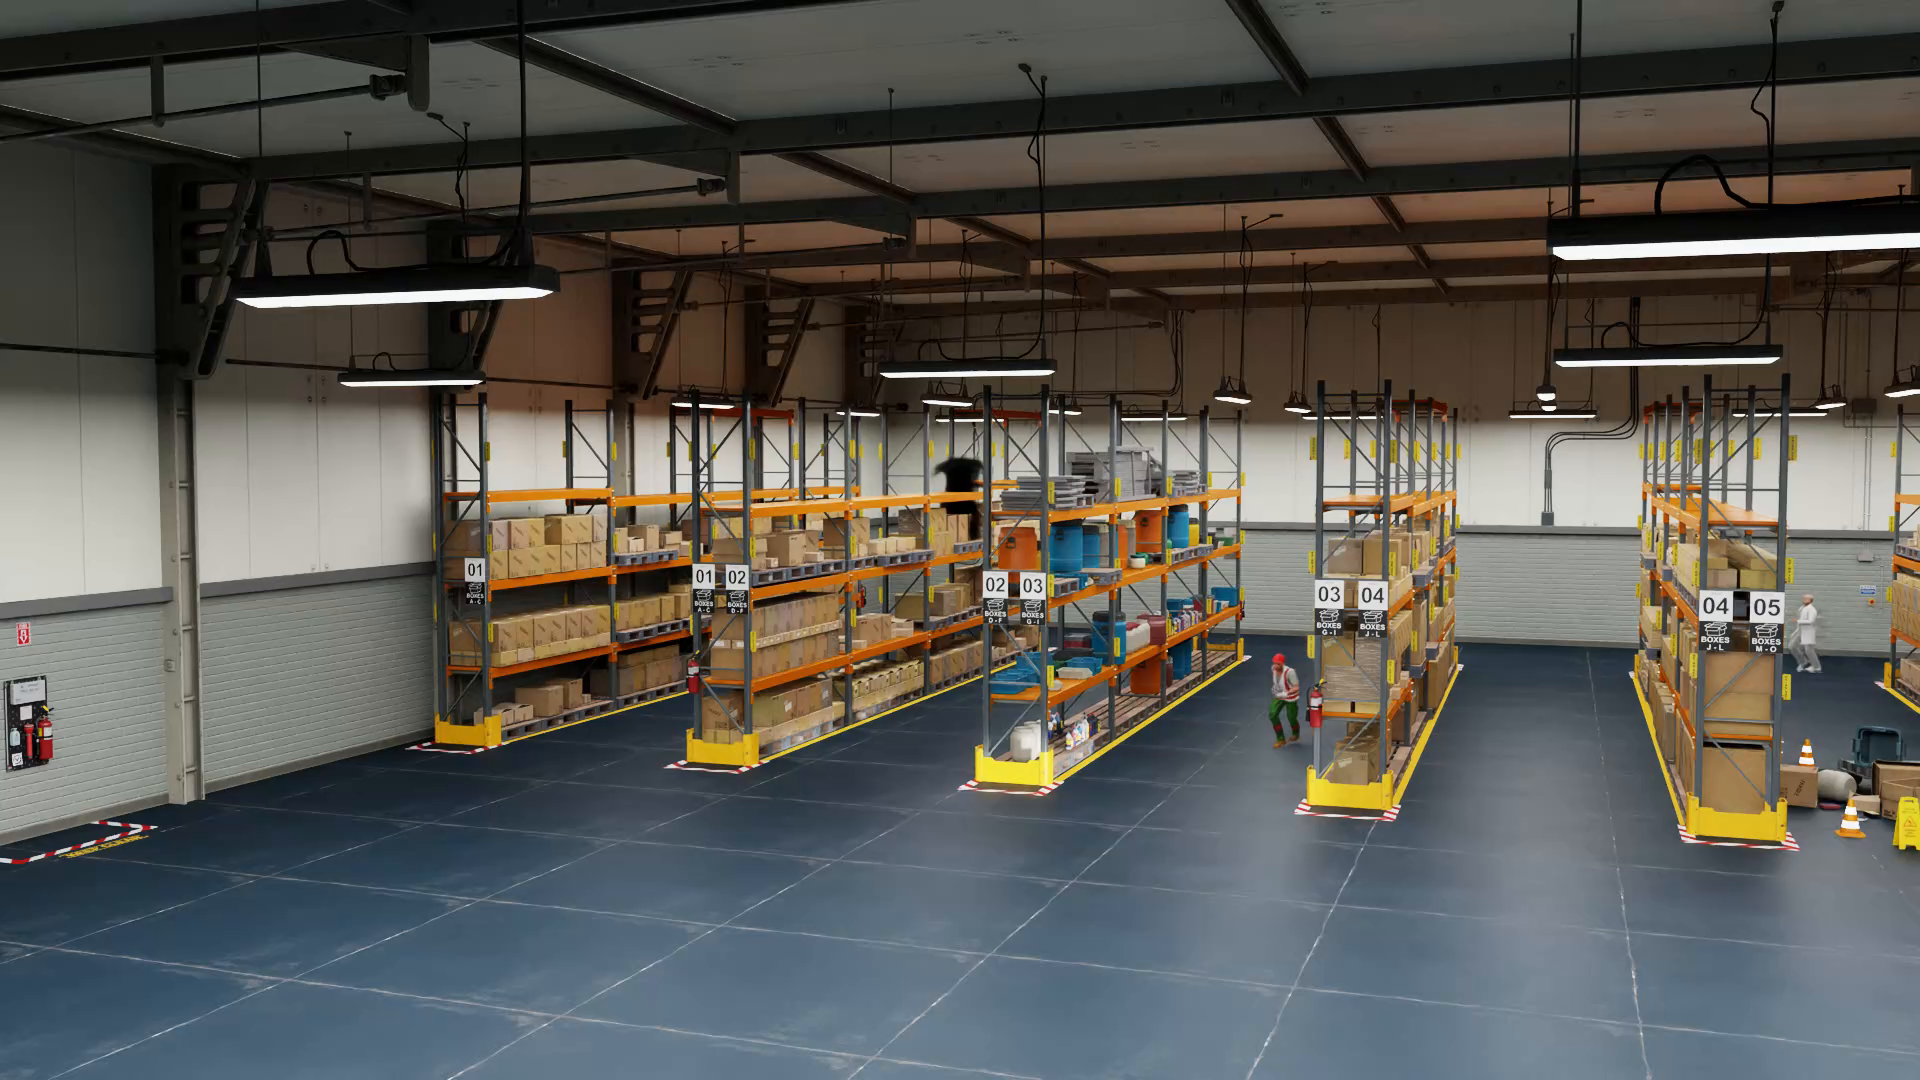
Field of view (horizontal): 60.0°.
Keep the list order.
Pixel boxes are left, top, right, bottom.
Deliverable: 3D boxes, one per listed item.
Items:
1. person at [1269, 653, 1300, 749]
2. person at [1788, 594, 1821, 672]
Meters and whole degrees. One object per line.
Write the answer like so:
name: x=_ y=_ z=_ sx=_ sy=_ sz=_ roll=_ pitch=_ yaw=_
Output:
person: x=5.518 y=2.676 z=28.061 sx=0.686 sy=1.607 sz=1.100 roll=2 pitch=4 yaw=39
person: x=19.097 y=2.118 z=37.597 sx=0.761 sy=1.791 sz=0.676 roll=0 pitch=3 yaw=-3
